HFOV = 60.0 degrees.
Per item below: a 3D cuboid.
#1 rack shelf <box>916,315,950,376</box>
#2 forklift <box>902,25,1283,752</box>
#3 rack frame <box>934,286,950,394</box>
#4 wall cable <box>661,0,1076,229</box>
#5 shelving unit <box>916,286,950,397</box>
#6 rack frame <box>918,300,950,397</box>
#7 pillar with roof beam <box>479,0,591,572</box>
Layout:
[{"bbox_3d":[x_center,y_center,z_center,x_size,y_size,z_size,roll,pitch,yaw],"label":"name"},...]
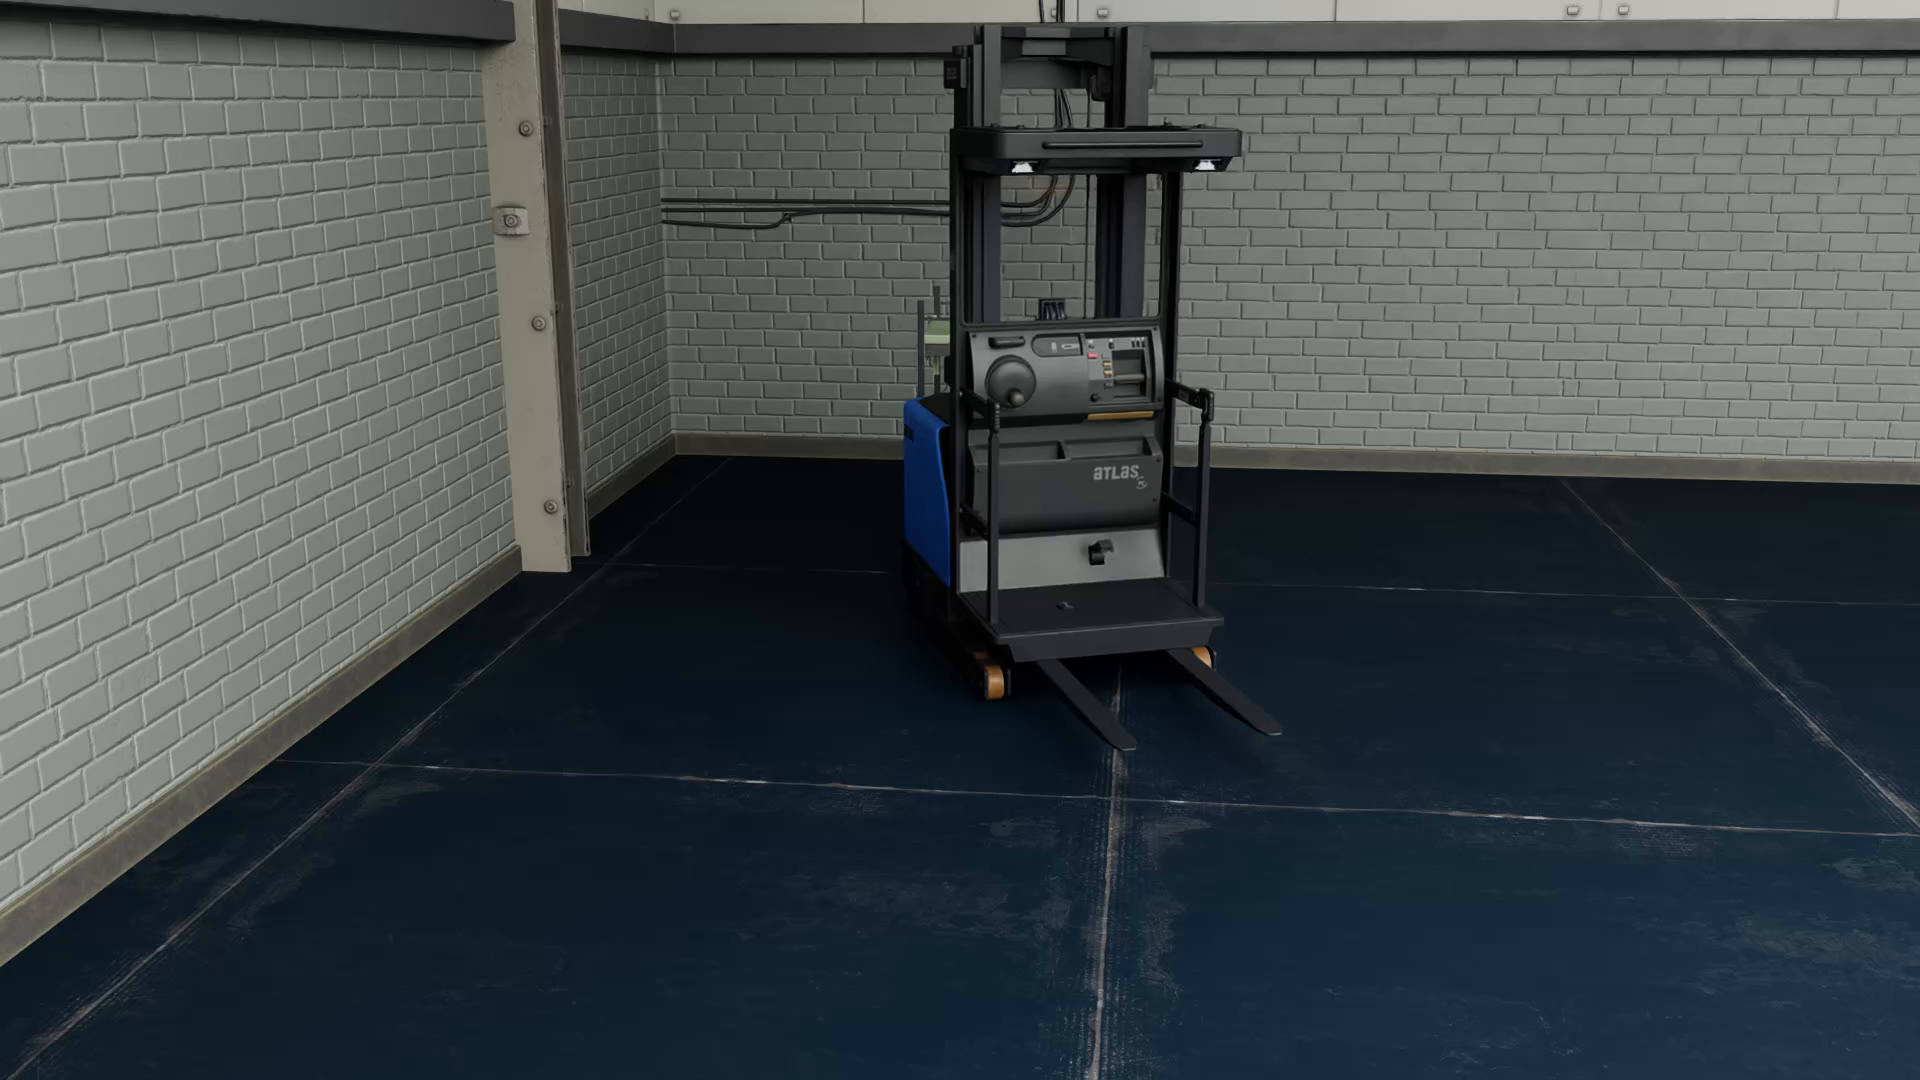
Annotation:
[{"bbox_3d":[0.001,-1.102,9.871,0.431,0.370,0.720,2,15,6],"label":"rack shelf"},{"bbox_3d":[0.554,-0.802,7.511,1.130,2.935,3.031,-4,16,-14],"label":"forklift"},{"bbox_3d":[0.042,-0.821,10.324,0.400,1.500,0.023,2,15,6],"label":"rack frame"},{"bbox_3d":[-0.717,-3.442,11.601,3.097,2.526,0.112,2,15,6],"label":"wall cable"},{"bbox_3d":[0.001,-0.726,9.973,0.431,1.500,0.755,2,15,6],"label":"shelving unit"},{"bbox_3d":[-0.041,-0.631,9.622,0.400,1.500,0.023,2,15,6],"label":"rack frame"},{"bbox_3d":[1.914,-4.089,8.046,9.100,9.000,0.400,2,15,6],"label":"pillar with roof beam"}]
